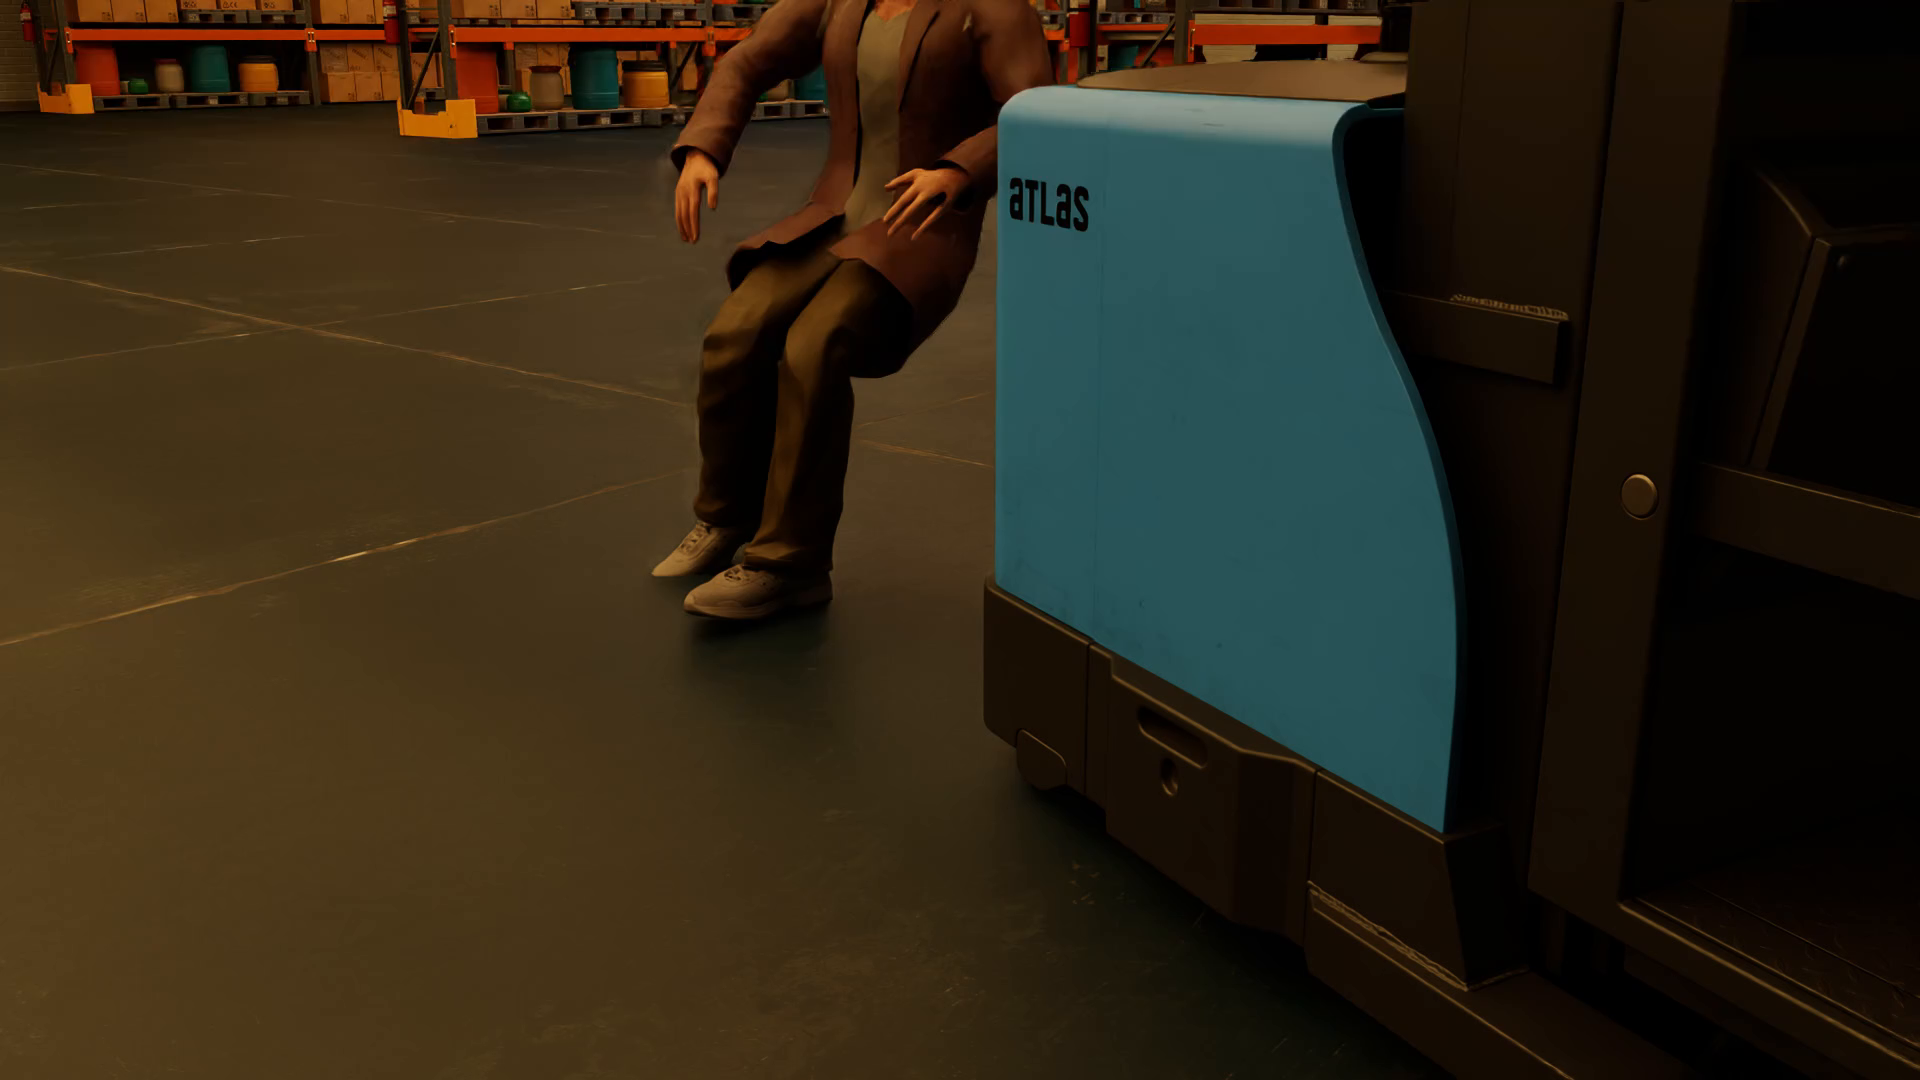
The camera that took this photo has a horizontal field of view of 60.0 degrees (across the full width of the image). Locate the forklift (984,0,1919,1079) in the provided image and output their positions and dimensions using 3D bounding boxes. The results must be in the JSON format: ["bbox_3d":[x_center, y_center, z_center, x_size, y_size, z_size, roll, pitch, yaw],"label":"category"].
[{"bbox_3d":[1.193,-0.740,1.334,1.130,2.935,3.031,-9,19,-28],"label":"forklift"}]

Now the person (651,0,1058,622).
[{"bbox_3d":[-0.256,-0.616,3.449,0.865,1.564,0.909,7,18,22],"label":"person"}]
